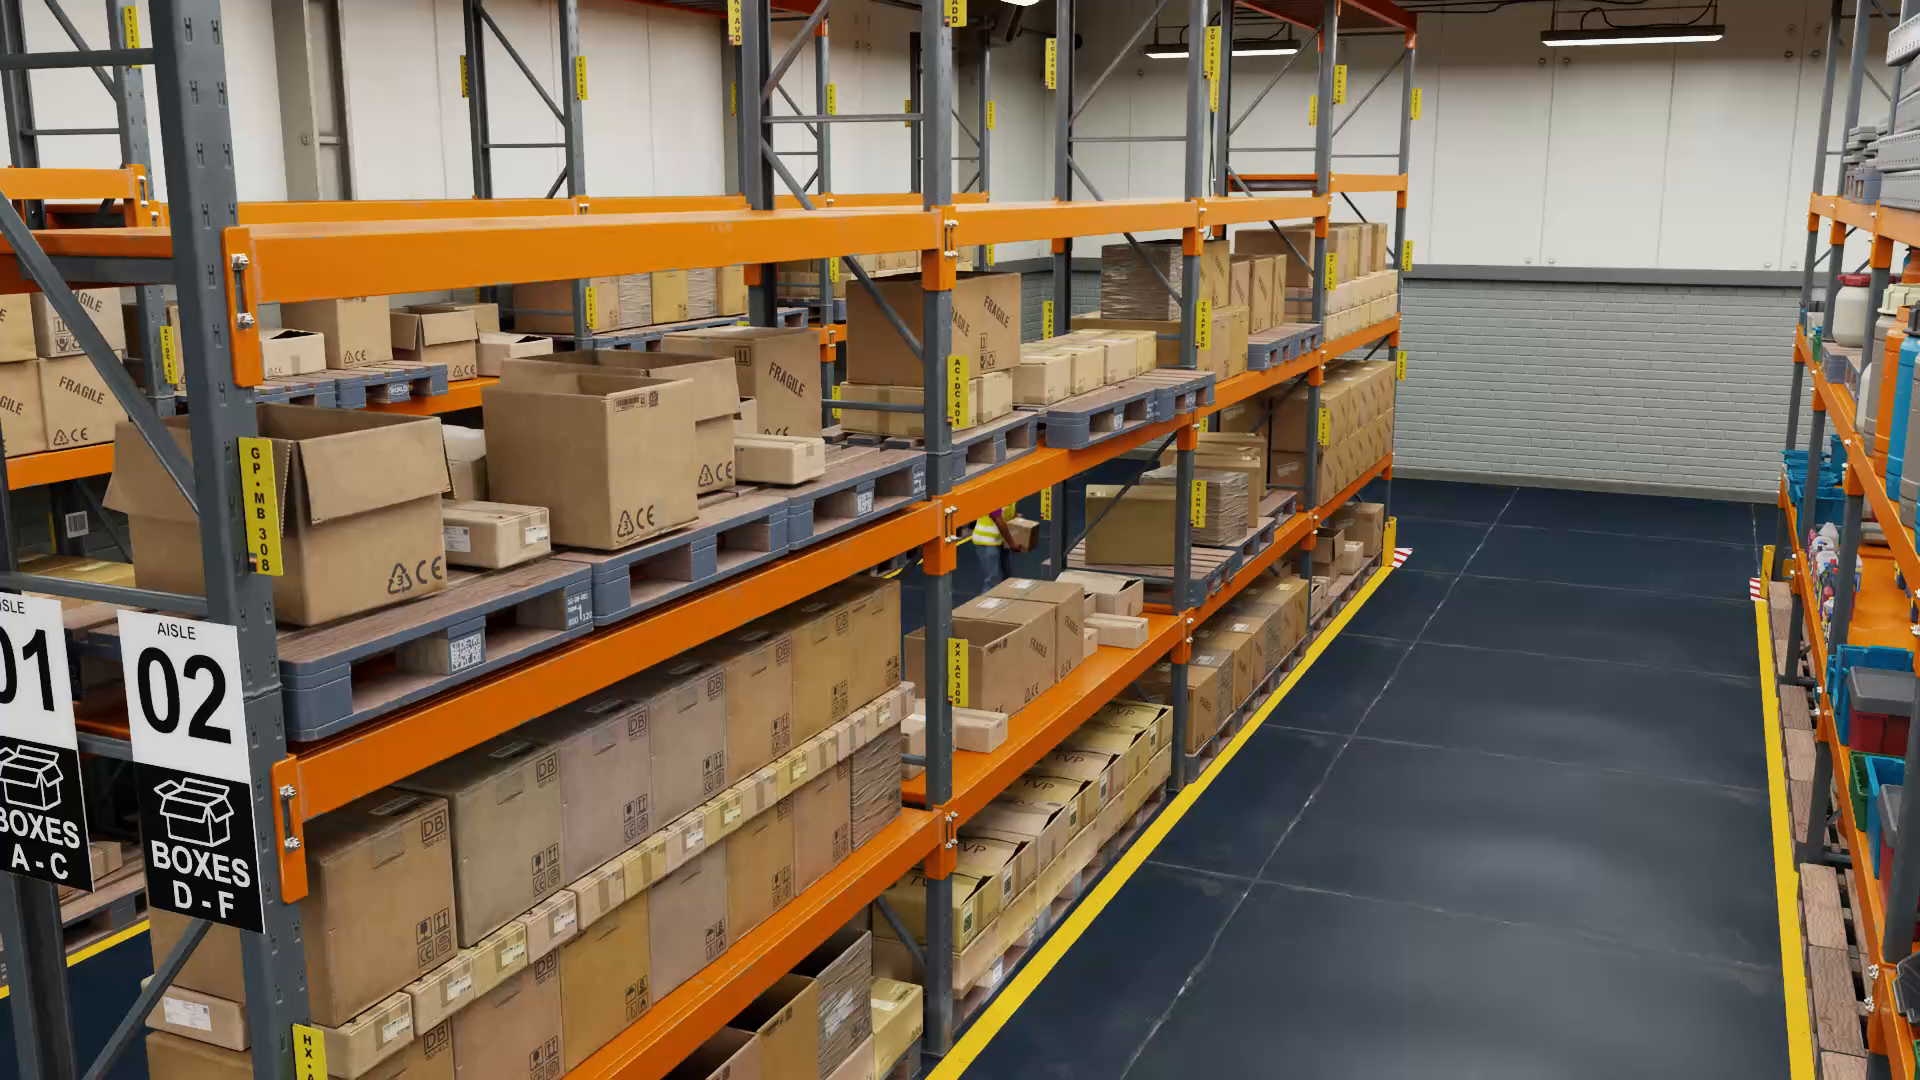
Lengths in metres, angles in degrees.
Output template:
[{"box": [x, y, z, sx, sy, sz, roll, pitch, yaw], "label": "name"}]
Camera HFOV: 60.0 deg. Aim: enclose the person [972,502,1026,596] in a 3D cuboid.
[{"box": [0.417, 0.043, 15.716, 0.566, 1.762, 0.505, 5, 13, 22], "label": "person"}]
